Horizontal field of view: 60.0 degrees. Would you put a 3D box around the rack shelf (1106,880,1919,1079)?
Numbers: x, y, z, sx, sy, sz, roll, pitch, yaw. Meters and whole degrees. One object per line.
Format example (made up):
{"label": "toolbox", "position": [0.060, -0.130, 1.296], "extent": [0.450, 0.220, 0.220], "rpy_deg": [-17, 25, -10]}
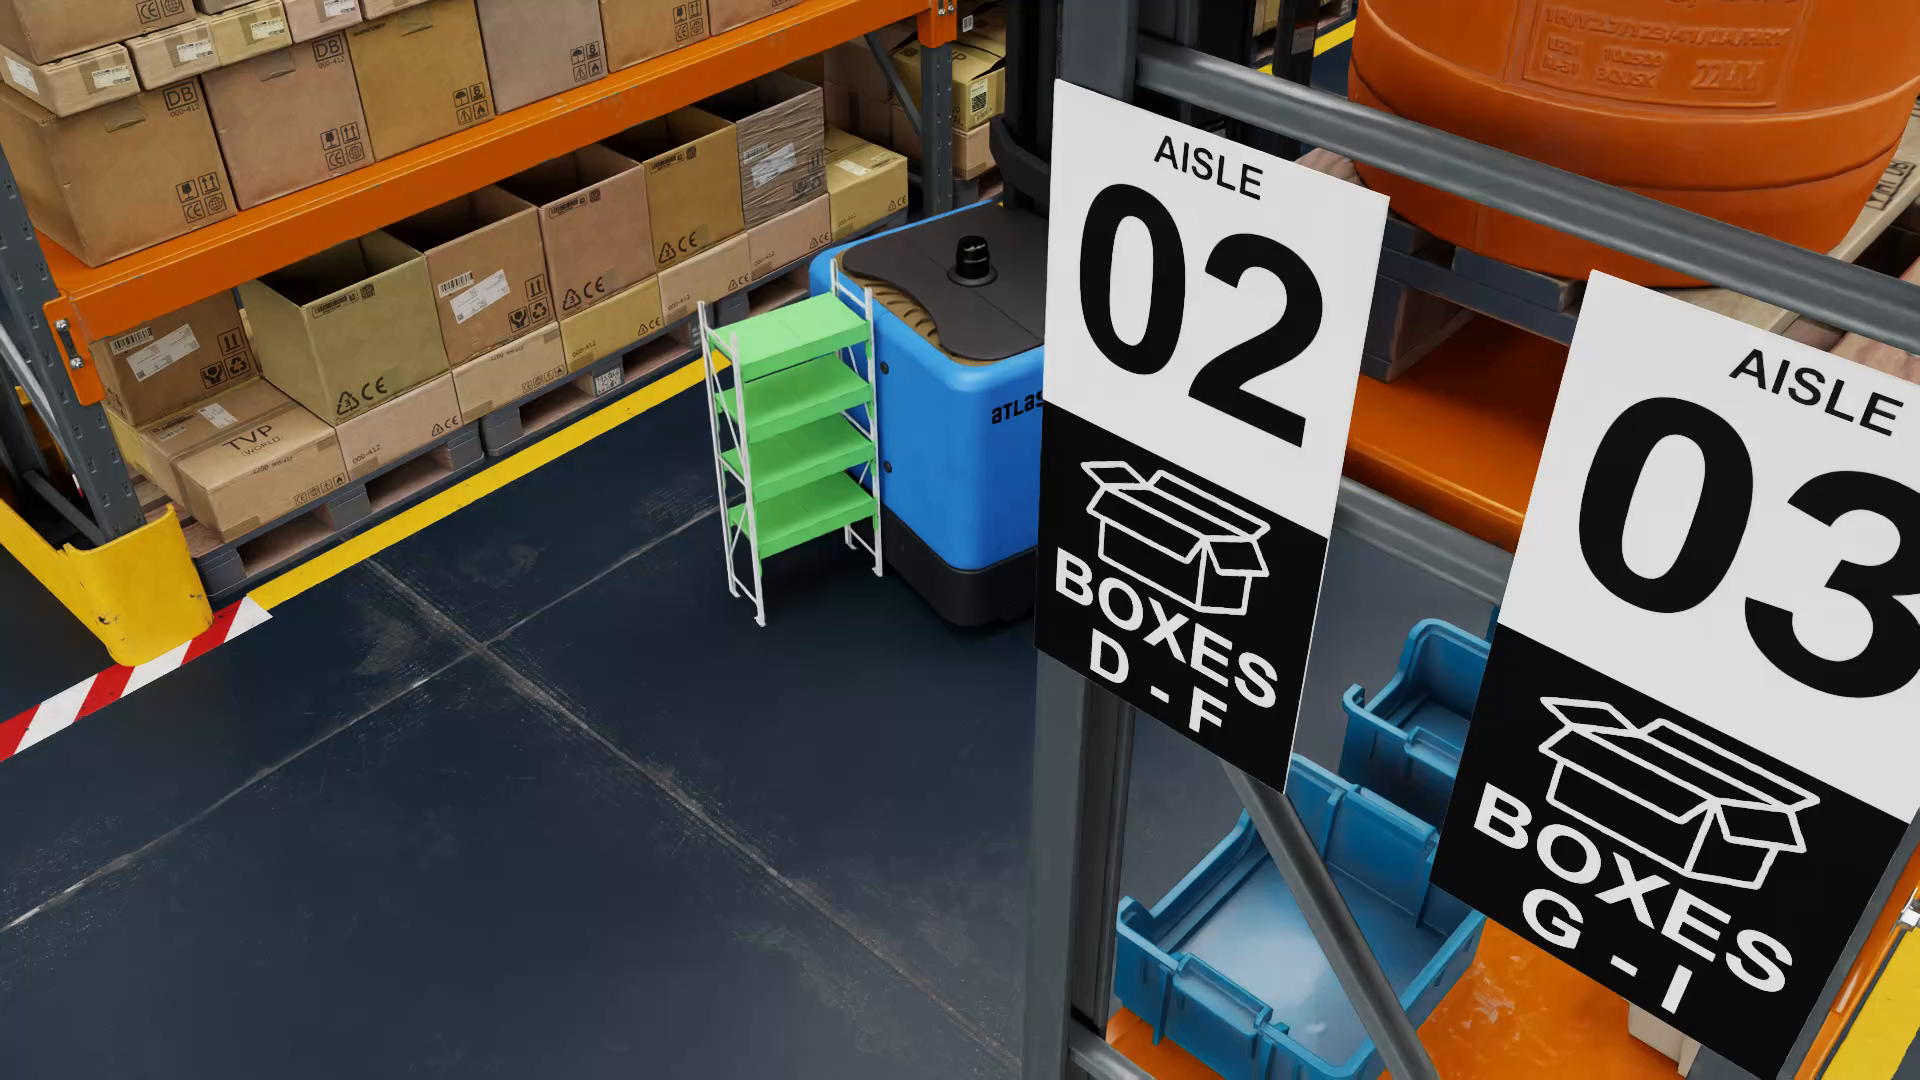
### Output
{"label": "rack shelf", "position": [1.861, 0.387, 3.932], "extent": [1.077, 0.370, 4.000], "rpy_deg": [30, 47, 32]}

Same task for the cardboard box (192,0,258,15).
{"label": "cardboard box", "position": [-2.431, -2.082, 5.335], "extent": [0.700, 0.500, 0.500], "rpy_deg": [28, 46, 31]}

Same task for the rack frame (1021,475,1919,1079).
{"label": "rack frame", "position": [0.512, 1.024, 2.552], "extent": [1.000, 3.000, 0.127], "rpy_deg": [30, 47, 32]}

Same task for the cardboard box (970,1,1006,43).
{"label": "cardboard box", "position": [0.361, -2.516, 8.425], "extent": [0.500, 0.311, 0.500], "rpy_deg": [29, 47, 31]}

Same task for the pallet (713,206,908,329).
{"label": "pallet", "position": [-1.011, -1.456, 7.911], "extent": [1.003, 0.211, 1.213], "rpy_deg": [30, 47, 32]}

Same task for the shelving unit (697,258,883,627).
{"label": "shelving unit", "position": [-0.558, -0.312, 5.679], "extent": [0.503, 1.200, 0.258], "rpy_deg": [-23, 44, -26]}

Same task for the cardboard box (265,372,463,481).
{"label": "cardboard box", "position": [-2.281, -0.530, 6.378], "extent": [0.500, 0.250, 0.500], "rpy_deg": [30, 47, 32]}

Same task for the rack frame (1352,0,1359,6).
{"label": "rack frame", "position": [2.255, -4.733, 9.792], "extent": [1.000, 3.000, 0.127], "rpy_deg": [30, 47, 32]}

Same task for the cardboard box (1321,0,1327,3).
{"label": "cardboard box", "position": [2.080, -3.477, 10.084], "extent": [0.500, 0.250, 0.500], "rpy_deg": [31, 48, 33]}

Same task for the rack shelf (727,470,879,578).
{"label": "rack shelf", "position": [-0.558, -0.074, 5.868], "extent": [0.480, 0.148, 0.258], "rpy_deg": [-23, 44, -26]}

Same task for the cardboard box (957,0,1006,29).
{"label": "cardboard box", "position": [-0.035, -2.751, 8.721], "extent": [0.500, 0.311, 0.500], "rpy_deg": [31, 48, 33]}

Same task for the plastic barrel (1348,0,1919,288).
{"label": "plastic barrel", "position": [0.746, -0.759, 1.702], "extent": [0.600, 0.830, 0.708], "rpy_deg": [30, 47, 32]}

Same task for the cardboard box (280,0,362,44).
{"label": "cardboard box", "position": [-2.201, -1.792, 5.492], "extent": [0.380, 0.149, 0.250], "rpy_deg": [29, 47, 31]}

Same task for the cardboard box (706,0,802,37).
{"label": "cardboard box", "position": [-1.089, -2.483, 6.882], "extent": [0.700, 0.500, 0.500], "rpy_deg": [29, 47, 31]}

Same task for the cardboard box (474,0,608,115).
{"label": "cardboard box", "position": [-1.775, -2.018, 6.298], "extent": [0.700, 0.500, 0.500], "rpy_deg": [31, 48, 33]}

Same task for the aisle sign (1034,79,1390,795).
{"label": "aisle sign", "position": [0.244, -0.085, 1.858], "extent": [0.394, 0.787, 0.004], "rpy_deg": [30, 47, 32]}

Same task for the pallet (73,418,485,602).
{"label": "pallet", "position": [-2.657, -0.335, 6.502], "extent": [1.003, 0.211, 1.213], "rpy_deg": [30, 47, 32]}

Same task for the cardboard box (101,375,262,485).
{"label": "cardboard box", "position": [-2.998, -0.516, 6.361], "extent": [0.500, 0.250, 0.500], "rpy_deg": [30, 47, 32]}

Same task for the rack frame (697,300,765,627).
{"label": "rack frame", "position": [-0.760, -0.227, 5.572], "extent": [0.015, 1.200, 0.240], "rpy_deg": [-23, 44, -26]}

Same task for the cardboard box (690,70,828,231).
{"label": "cardboard box", "position": [-0.941, -1.747, 7.307], "extent": [0.500, 0.500, 0.500], "rpy_deg": [30, 47, 32]}

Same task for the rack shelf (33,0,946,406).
{"label": "rack shelf", "position": [-1.793, -1.695, 6.549], "extent": [1.077, 0.370, 4.000], "rpy_deg": [30, 47, 32]}

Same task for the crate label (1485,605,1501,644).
{"label": "crate label", "position": [1.554, 0.051, 3.747], "extent": [0.502, 0.435, 0.616], "rpy_deg": [30, 47, 32]}

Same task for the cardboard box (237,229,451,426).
{"label": "cardboard box", "position": [-2.280, -0.823, 6.144], "extent": [0.500, 0.500, 0.500], "rpy_deg": [30, 47, 32]}

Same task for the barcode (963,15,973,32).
{"label": "barcode", "position": [0.036, -2.407, 7.751], "extent": [0.001, 0.075, 0.075], "rpy_deg": [30, 47, 32]}

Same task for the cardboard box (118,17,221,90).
{"label": "cardboard box", "position": [-2.542, -1.563, 5.204], "extent": [0.380, 0.149, 0.250], "rpy_deg": [28, 46, 31]}

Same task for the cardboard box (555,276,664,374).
{"label": "cardboard box", "position": [-1.603, -0.987, 6.953], "extent": [0.500, 0.250, 0.500], "rpy_deg": [30, 47, 32]}

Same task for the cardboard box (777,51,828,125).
{"label": "cardboard box", "position": [-0.987, -2.195, 7.870], "extent": [0.500, 0.500, 0.500], "rpy_deg": [30, 47, 32]}

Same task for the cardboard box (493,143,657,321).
{"label": "cardboard box", "position": [-1.602, -1.280, 6.719], "extent": [0.500, 0.500, 0.500], "rpy_deg": [30, 47, 32]}

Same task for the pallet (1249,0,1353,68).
{"label": "pallet", "position": [1.671, -3.280, 10.205], "extent": [1.003, 0.211, 1.213], "rpy_deg": [30, 47, 32]}

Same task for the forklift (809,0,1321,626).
{"label": "forklift", "position": [0.967, -1.563, 5.861], "extent": [3.031, 2.935, 1.130], "rpy_deg": [-23, 44, -26]}

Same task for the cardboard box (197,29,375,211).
{"label": "cardboard box", "position": [-2.467, -1.549, 5.708], "extent": [0.700, 0.500, 0.500], "rpy_deg": [31, 48, 33]}

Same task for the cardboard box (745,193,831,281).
{"label": "cardboard box", "position": [-0.939, -1.453, 7.539], "extent": [0.500, 0.250, 0.500], "rpy_deg": [30, 47, 32]}

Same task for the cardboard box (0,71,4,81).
{"label": "cardboard box", "position": [-3.025, -1.606, 5.258], "extent": [0.380, 0.149, 0.250], "rpy_deg": [29, 47, 31]}

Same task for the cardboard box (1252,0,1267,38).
{"label": "cardboard box", "position": [1.394, -3.009, 9.496], "extent": [0.500, 0.250, 0.500], "rpy_deg": [31, 48, 33]}

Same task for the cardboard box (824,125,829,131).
{"label": "cardboard box", "position": [-0.980, -1.898, 8.098], "extent": [0.500, 0.250, 0.500], "rpy_deg": [30, 47, 32]}

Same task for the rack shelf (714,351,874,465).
{"label": "rack shelf", "position": [-0.558, -0.450, 5.569], "extent": [0.480, 0.148, 0.258], "rpy_deg": [-23, 44, -26]}

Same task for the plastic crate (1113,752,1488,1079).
{"label": "plastic crate", "position": [0.629, 0.727, 3.046], "extent": [0.499, 0.251, 0.616], "rpy_deg": [30, 47, 32]}

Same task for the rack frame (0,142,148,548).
{"label": "rack frame", "position": [-3.142, -1.058, 5.170], "extent": [1.000, 3.000, 0.127], "rpy_deg": [30, 47, 32]}
